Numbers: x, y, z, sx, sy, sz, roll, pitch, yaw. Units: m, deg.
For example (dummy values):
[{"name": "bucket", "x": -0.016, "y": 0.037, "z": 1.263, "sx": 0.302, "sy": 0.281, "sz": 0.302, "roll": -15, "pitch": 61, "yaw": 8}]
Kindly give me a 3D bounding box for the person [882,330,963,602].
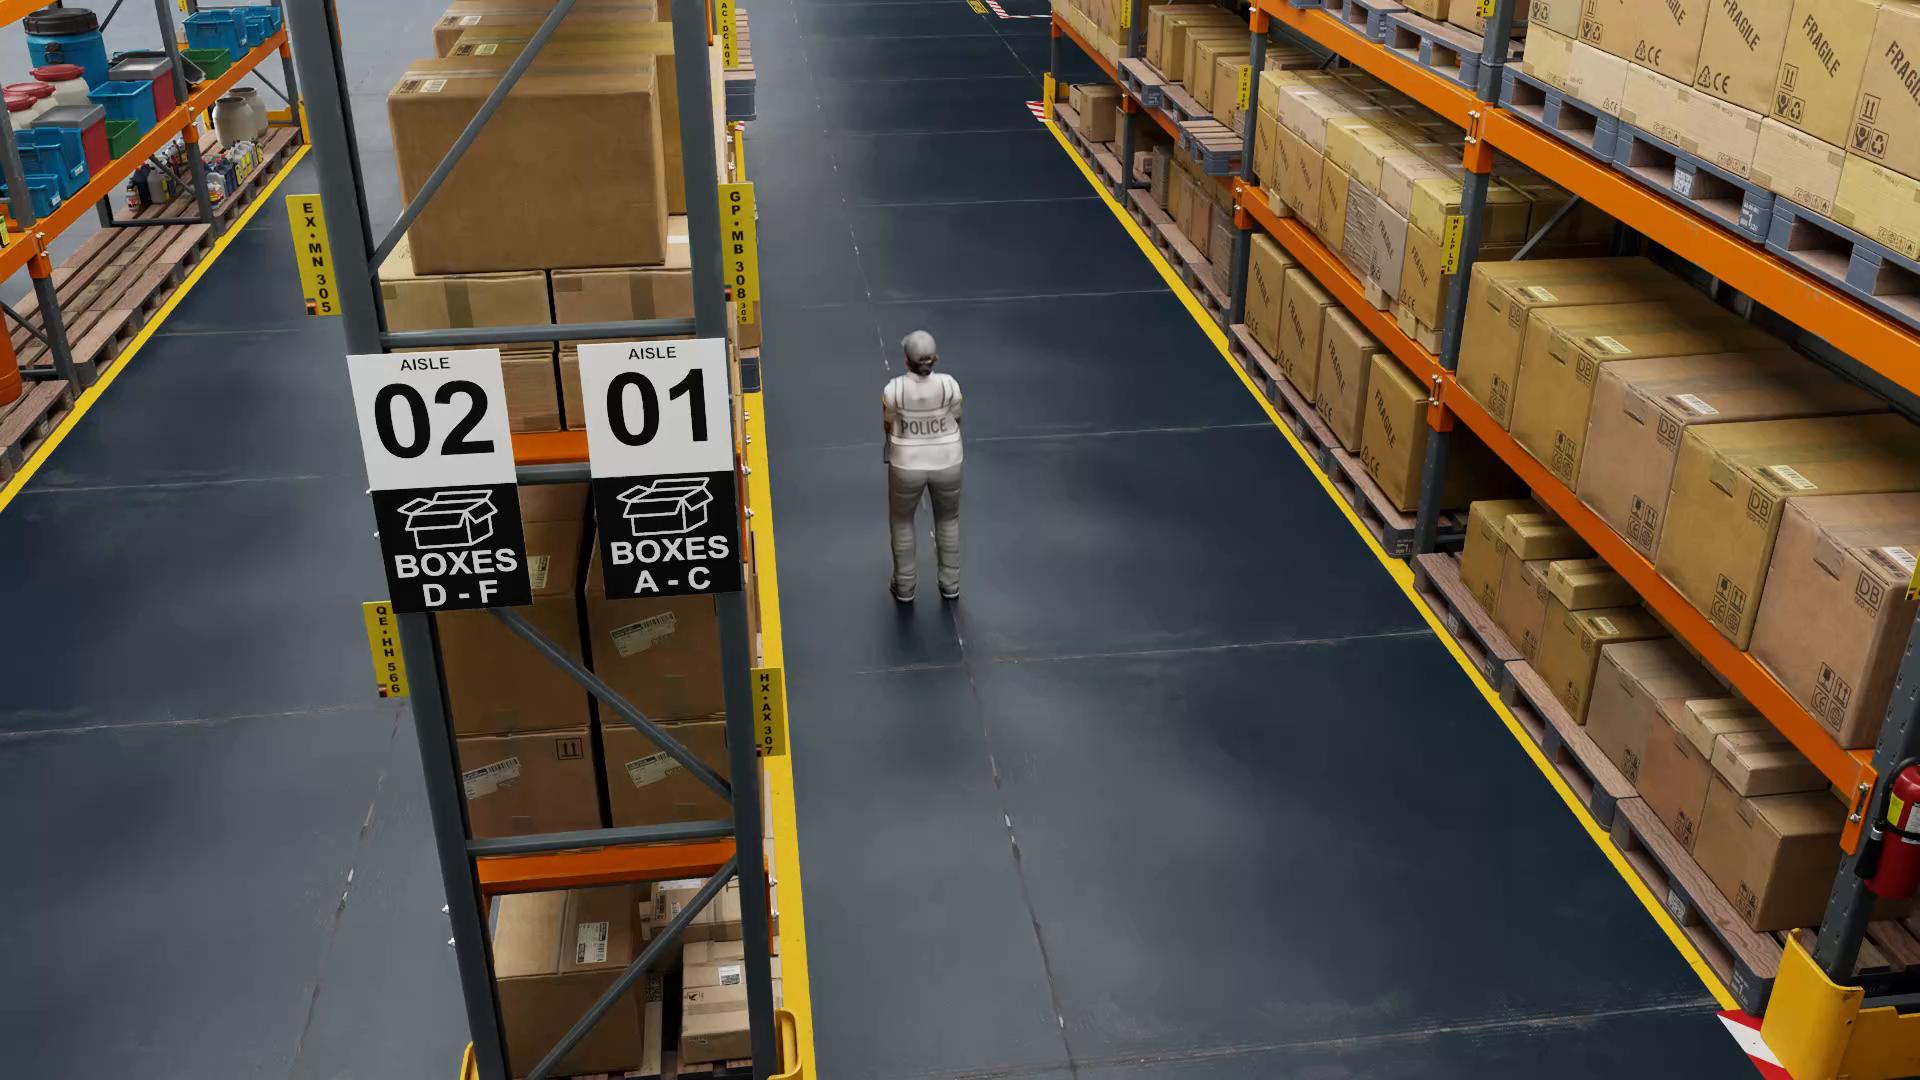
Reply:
[{"name": "person", "x": -0.220, "y": -0.452, "z": 9.501, "sx": 0.452, "sy": 1.653, "sz": 0.533, "roll": -4, "pitch": 28, "yaw": -8}]
